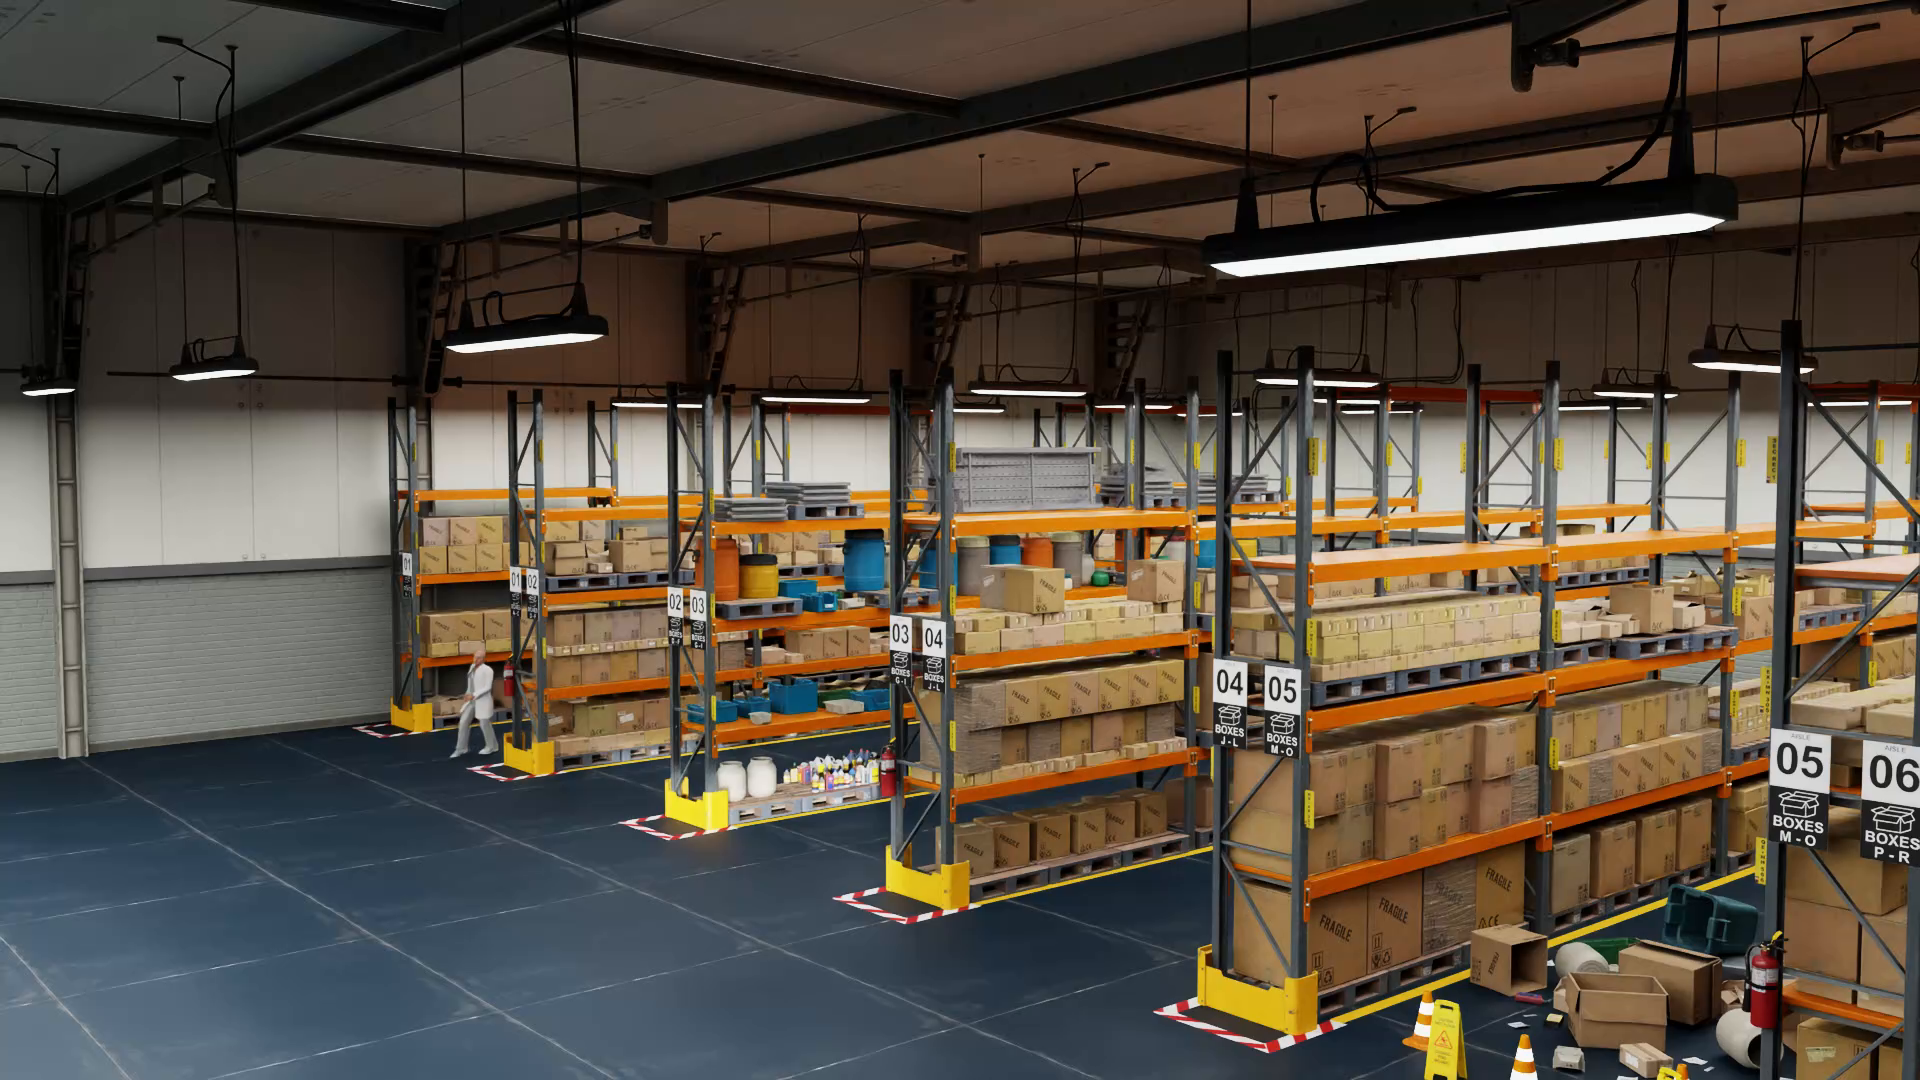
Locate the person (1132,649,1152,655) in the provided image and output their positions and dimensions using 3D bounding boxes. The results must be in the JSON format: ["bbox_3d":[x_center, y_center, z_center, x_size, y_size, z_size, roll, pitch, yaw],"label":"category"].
[{"bbox_3d":[3.609,2.386,33.306,0.654,1.690,0.747,-2,4,-32],"label":"person"}]

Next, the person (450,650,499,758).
[{"bbox_3d":[-7.983,2.721,27.421,0.709,1.838,0.788,2,4,28],"label":"person"}]
